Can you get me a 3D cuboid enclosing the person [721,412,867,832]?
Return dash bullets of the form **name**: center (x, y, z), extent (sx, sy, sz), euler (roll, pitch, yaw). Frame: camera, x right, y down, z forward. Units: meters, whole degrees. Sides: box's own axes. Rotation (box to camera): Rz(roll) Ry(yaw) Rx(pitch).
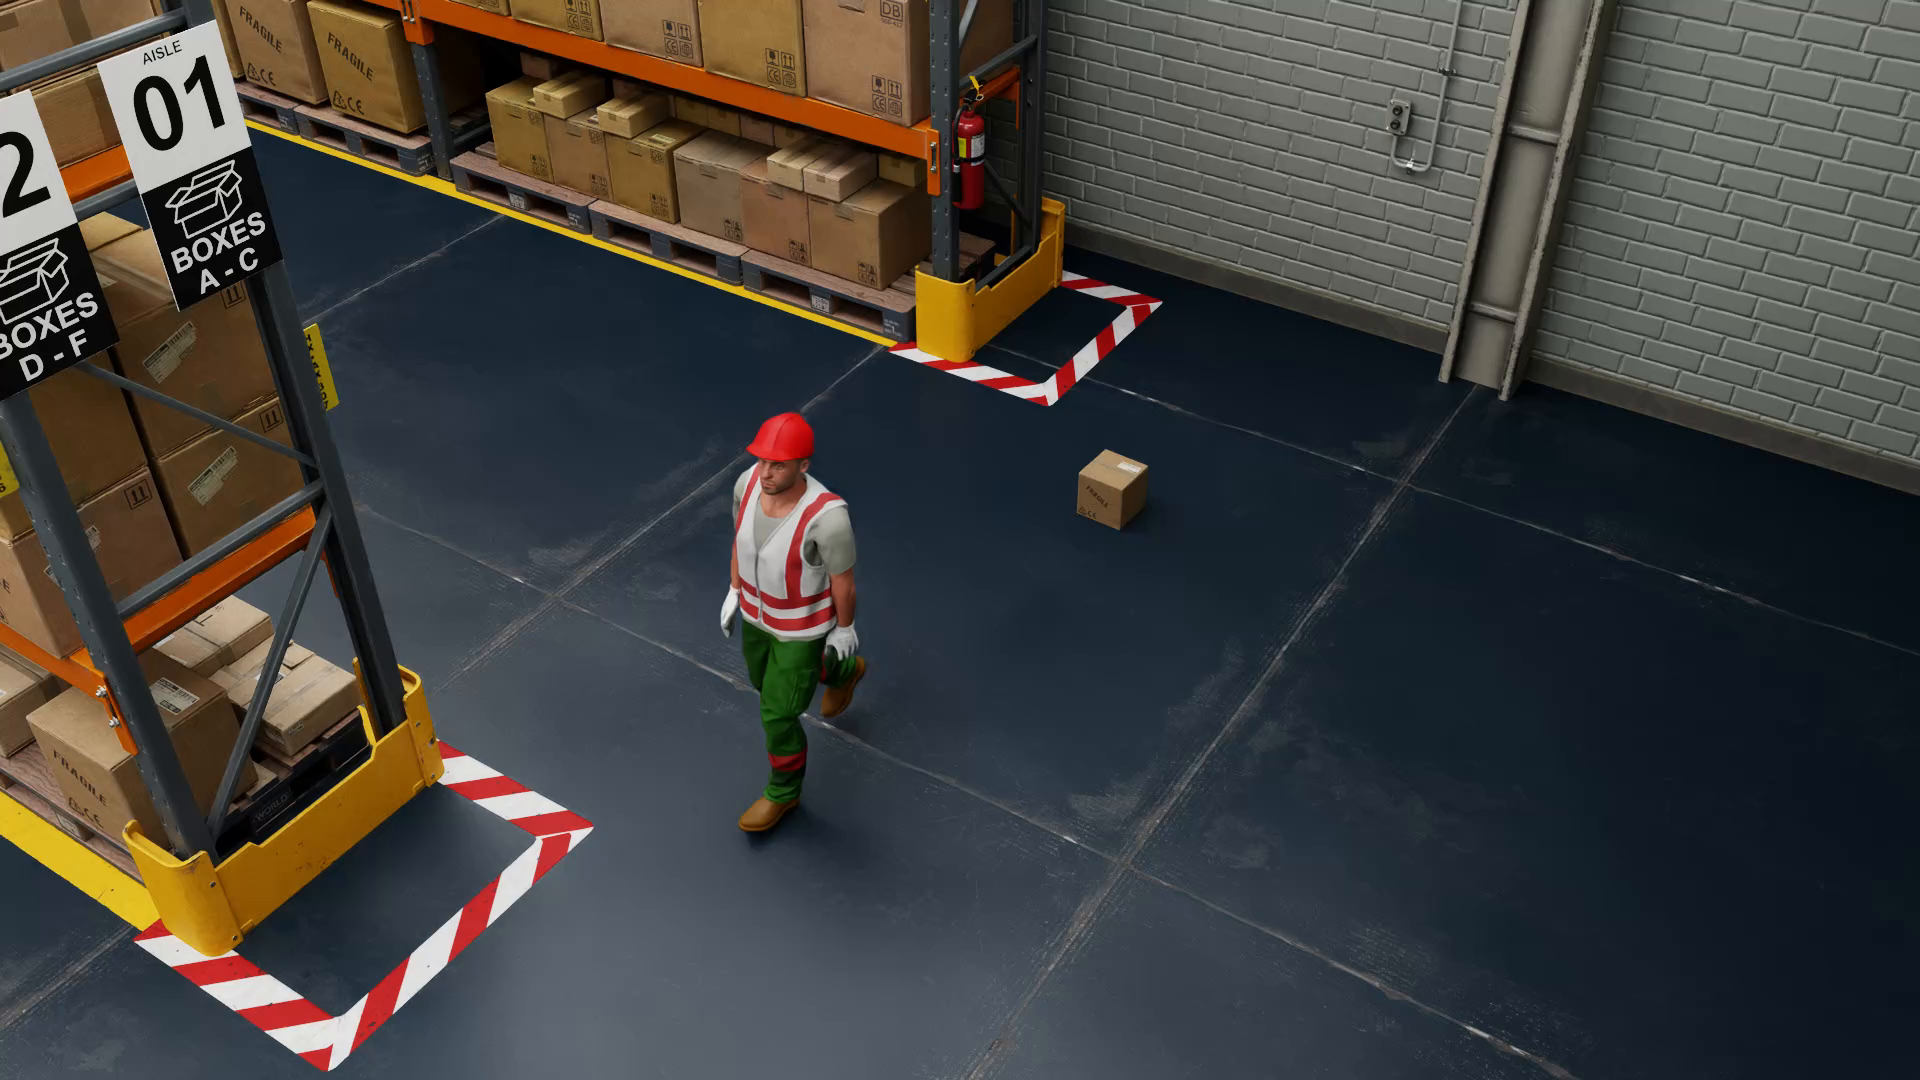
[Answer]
- **person**: center (-0.625, 0.256, 6.314), extent (0.541, 1.761, 0.864), euler (28, 46, 31)
